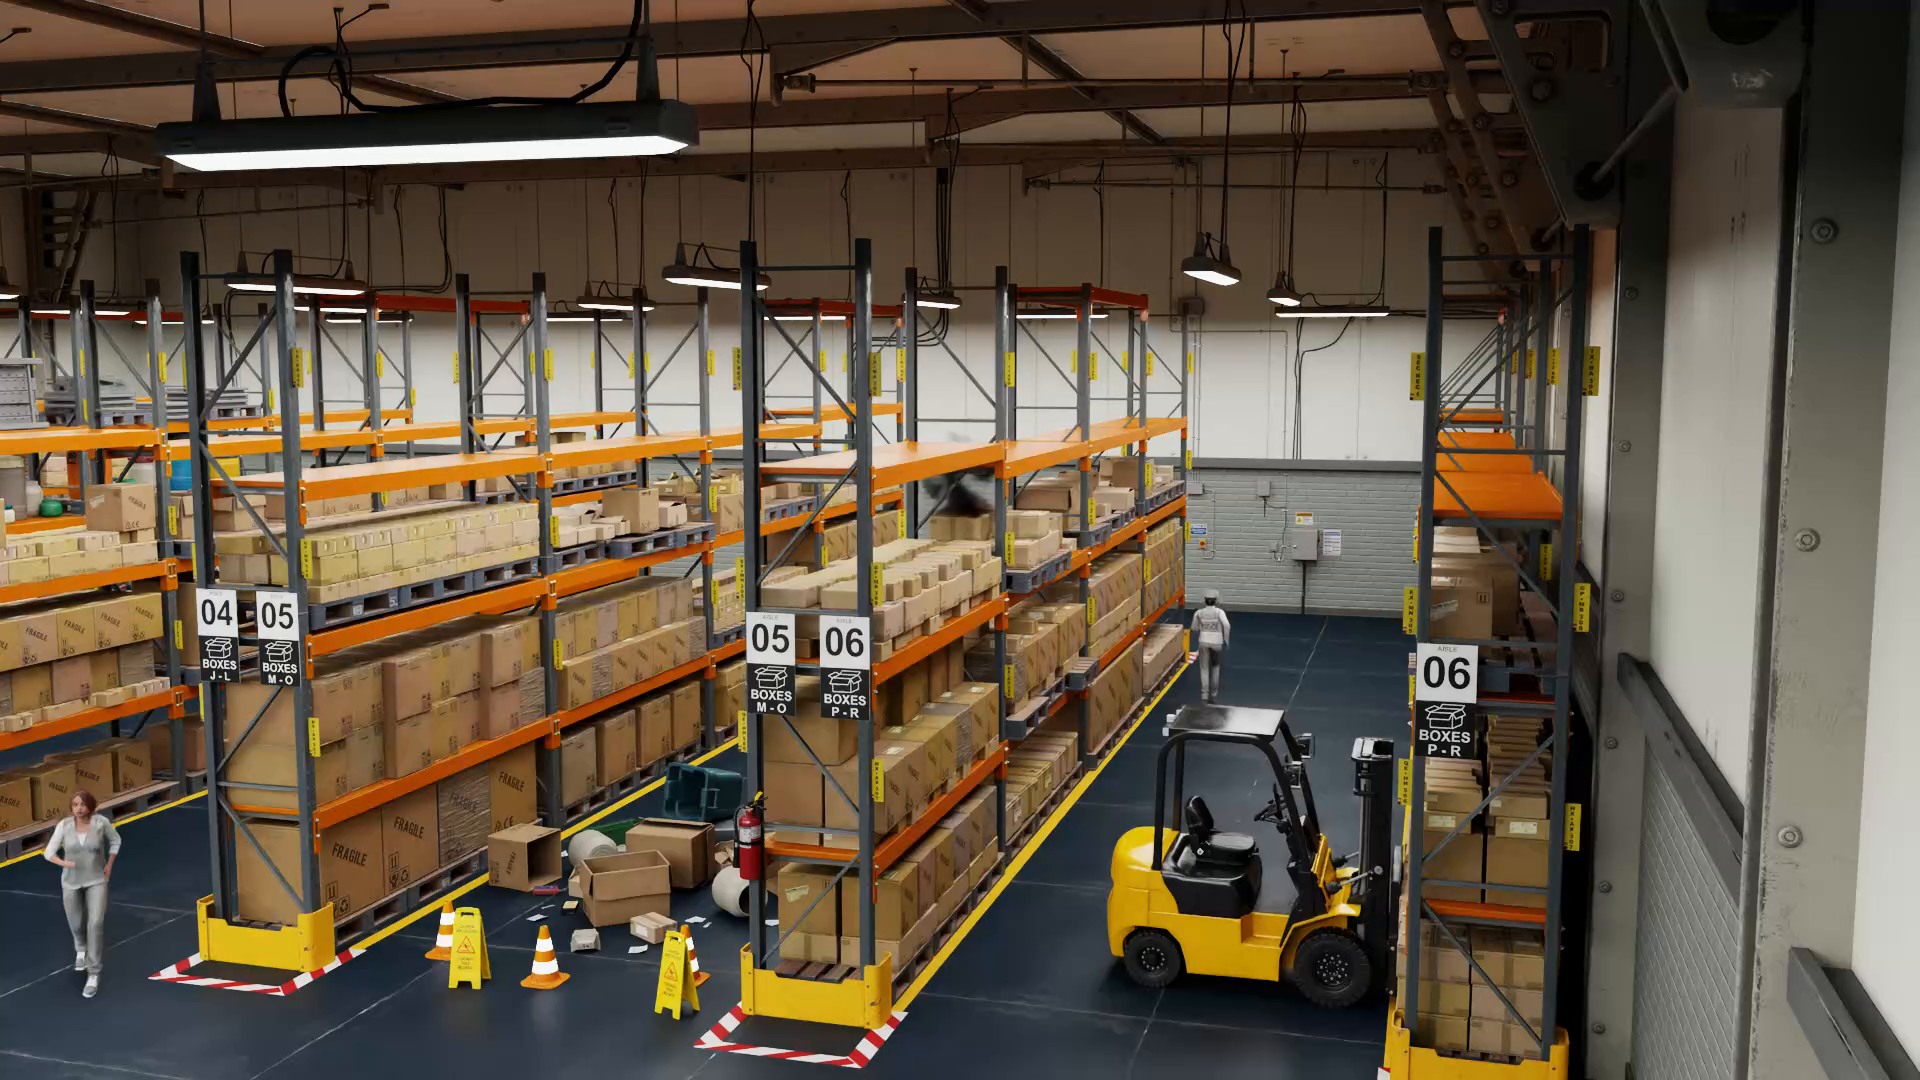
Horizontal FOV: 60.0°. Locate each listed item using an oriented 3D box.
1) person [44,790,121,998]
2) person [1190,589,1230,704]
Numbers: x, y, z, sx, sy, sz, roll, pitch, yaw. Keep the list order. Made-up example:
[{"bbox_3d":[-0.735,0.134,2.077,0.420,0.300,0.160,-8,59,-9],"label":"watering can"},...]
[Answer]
[{"bbox_3d":[-7.185,2.841,13.633,0.544,1.619,0.775,-2,7,-18],"label":"person"},{"bbox_3d":[3.673,1.590,24.405,0.566,1.739,0.820,1,6,9],"label":"person"}]
